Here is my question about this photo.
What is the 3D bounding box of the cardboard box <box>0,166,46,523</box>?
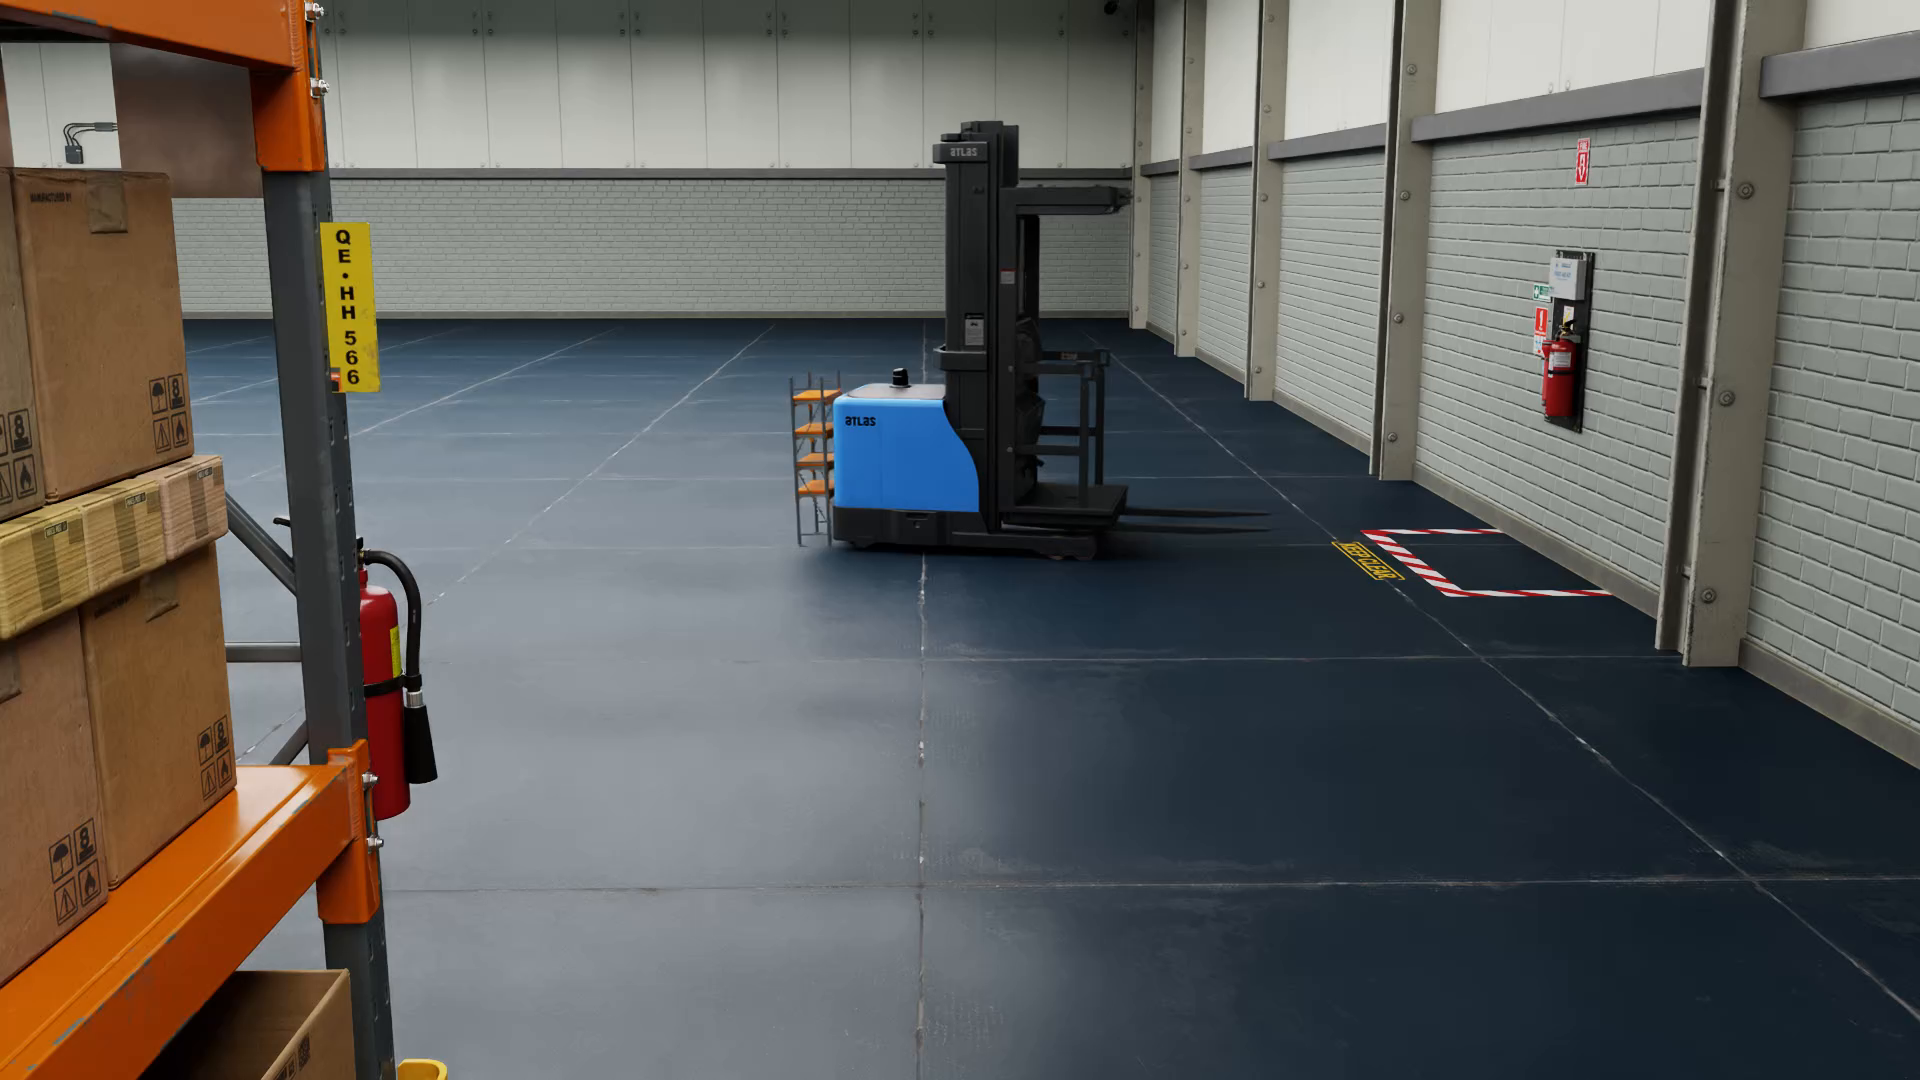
[{"bbox_3d":[-1.710,-0.242,2.193,0.700,0.500,0.500,-1,11,-3],"label":"cardboard box"}]

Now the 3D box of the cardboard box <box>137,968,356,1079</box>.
[{"bbox_3d":[-1.416,1.114,2.995,0.500,0.500,0.500,0,11,-1],"label":"cardboard box"}]

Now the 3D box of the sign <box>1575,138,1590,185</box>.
[{"bbox_3d":[4.070,-2.473,10.873,0.001,0.298,0.199,0,11,-1],"label":"sign"}]

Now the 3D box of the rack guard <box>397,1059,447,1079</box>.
[{"bbox_3d":[-1.725,1.455,3.629,1.175,0.500,0.348,0,11,-1],"label":"rack guard"}]

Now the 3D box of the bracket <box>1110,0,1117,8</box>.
[{"bbox_3d":[3.087,-10.753,33.376,0.076,0.066,3.189,0,11,-1],"label":"bracket"}]

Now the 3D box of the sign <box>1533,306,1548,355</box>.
[{"bbox_3d":[4.062,-1.463,11.634,0.001,0.329,0.234,0,11,-1],"label":"sign"}]

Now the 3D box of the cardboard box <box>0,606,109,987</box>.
[{"bbox_3d":[-1.712,0.383,2.375,0.700,0.500,0.500,0,11,0],"label":"cardboard box"}]

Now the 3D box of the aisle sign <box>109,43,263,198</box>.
[{"bbox_3d":[-1.432,-1.053,3.169,0.394,0.787,0.004,0,11,-1],"label":"aisle sign"}]

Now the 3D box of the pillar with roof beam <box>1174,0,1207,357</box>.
[{"bbox_3d":[-0.693,-7.344,25.625,9.100,9.000,0.400,0,11,-1],"label":"pillar with roof beam"}]

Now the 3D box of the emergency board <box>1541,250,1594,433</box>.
[{"bbox_3d":[3.970,-1.335,11.094,0.194,1.169,0.643,0,11,-1],"label":"emergency board"}]

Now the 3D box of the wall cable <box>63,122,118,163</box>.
[{"bbox_3d":[-17.253,-10.718,33.705,2.305,6.003,0.169,0,11,-1],"label":"wall cable"}]

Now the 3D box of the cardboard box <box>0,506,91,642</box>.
[{"bbox_3d":[-1.514,0.046,2.405,0.380,0.149,0.250,0,11,-2],"label":"cardboard box"}]

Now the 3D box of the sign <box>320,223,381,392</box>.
[{"bbox_3d":[-1.182,-0.448,3.216,0.100,0.325,0.005,0,11,-1],"label":"sign"}]

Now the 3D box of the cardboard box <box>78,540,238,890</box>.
[{"bbox_3d":[-1.728,0.279,2.889,0.700,0.500,0.500,0,11,-1],"label":"cardboard box"}]

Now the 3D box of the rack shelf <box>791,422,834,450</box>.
[{"bbox_3d":[-1.016,-0.746,11.908,0.258,0.148,0.480,0,11,10],"label":"rack shelf"}]

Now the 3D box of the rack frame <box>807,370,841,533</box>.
[{"bbox_3d":[-0.969,-0.640,12.174,0.240,1.200,0.015,0,11,10],"label":"rack frame"}]

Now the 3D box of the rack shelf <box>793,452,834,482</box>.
[{"bbox_3d":[-1.008,-0.526,11.951,0.258,0.148,0.480,0,11,10],"label":"rack shelf"}]

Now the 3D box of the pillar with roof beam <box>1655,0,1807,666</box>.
[{"bbox_3d":[-0.321,-3.766,7.988,9.100,9.000,0.400,0,11,-1],"label":"pillar with roof beam"}]

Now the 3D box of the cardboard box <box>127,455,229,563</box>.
[{"bbox_3d":[-1.526,-0.057,2.912,0.380,0.149,0.250,0,11,-2],"label":"cardboard box"}]

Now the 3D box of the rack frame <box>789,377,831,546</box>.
[{"bbox_3d":[-1.052,-0.545,11.703,0.240,1.200,0.015,0,11,10],"label":"rack frame"}]

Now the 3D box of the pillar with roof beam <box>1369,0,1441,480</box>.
[{"bbox_3d":[-0.445,-4.958,13.867,9.100,9.000,0.400,0,11,-1],"label":"pillar with roof beam"}]

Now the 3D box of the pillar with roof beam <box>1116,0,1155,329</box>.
[{"bbox_3d":[-0.817,-8.537,31.504,9.100,9.000,0.548,0,11,-1],"label":"pillar with roof beam"}]

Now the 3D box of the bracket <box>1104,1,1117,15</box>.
[{"bbox_3d":[3.075,-10.870,33.955,0.235,0.232,0.430,0,11,-1],"label":"bracket"}]

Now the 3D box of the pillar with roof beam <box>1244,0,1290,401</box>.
[{"bbox_3d":[-0.569,-6.151,19.746,9.100,9.000,0.400,0,11,-1],"label":"pillar with roof beam"}]

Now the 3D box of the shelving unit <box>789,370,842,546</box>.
[{"bbox_3d":[-1.010,-0.592,11.938,0.258,1.200,0.503,0,11,10],"label":"shelving unit"}]

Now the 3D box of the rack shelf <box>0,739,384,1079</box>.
[{"bbox_3d":[-1.683,0.985,1.469,1.077,0.370,4.000,0,11,-1],"label":"rack shelf"}]

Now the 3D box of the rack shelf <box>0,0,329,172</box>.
[{"bbox_3d":[-1.683,-0.485,1.171,1.077,0.370,4.000,0,11,-1],"label":"rack shelf"}]

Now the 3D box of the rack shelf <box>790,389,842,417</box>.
[{"bbox_3d":[-1.024,-0.978,11.863,0.258,0.148,0.480,0,11,10],"label":"rack shelf"}]

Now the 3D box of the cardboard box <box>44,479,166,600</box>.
[{"bbox_3d":[-1.519,-0.005,2.656,0.380,0.149,0.250,0,11,0],"label":"cardboard box"}]

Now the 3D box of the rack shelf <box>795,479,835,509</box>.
[{"bbox_3d":[-1.001,-0.332,11.989,0.258,0.148,0.480,0,11,10],"label":"rack shelf"}]

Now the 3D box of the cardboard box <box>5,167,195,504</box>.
[{"bbox_3d":[-1.727,-0.347,2.709,0.700,0.500,0.500,0,11,-1],"label":"cardboard box"}]

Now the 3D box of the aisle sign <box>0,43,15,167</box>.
[{"bbox_3d":[-2.032,-1.051,3.157,0.394,0.787,0.004,0,11,-1],"label":"aisle sign"}]

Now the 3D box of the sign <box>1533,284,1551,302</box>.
[{"bbox_3d":[4.053,-1.721,11.577,0.001,0.109,0.331,0,11,-1],"label":"sign"}]

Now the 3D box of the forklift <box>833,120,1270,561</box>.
[{"bbox_3d":[0.672,-1.407,11.624,3.031,2.935,1.130,2,12,11],"label":"forklift"}]

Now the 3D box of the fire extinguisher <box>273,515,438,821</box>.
[{"bbox_3d":[-1.263,0.247,3.490,0.296,0.674,0.183,0,11,-1],"label":"fire extinguisher"}]
